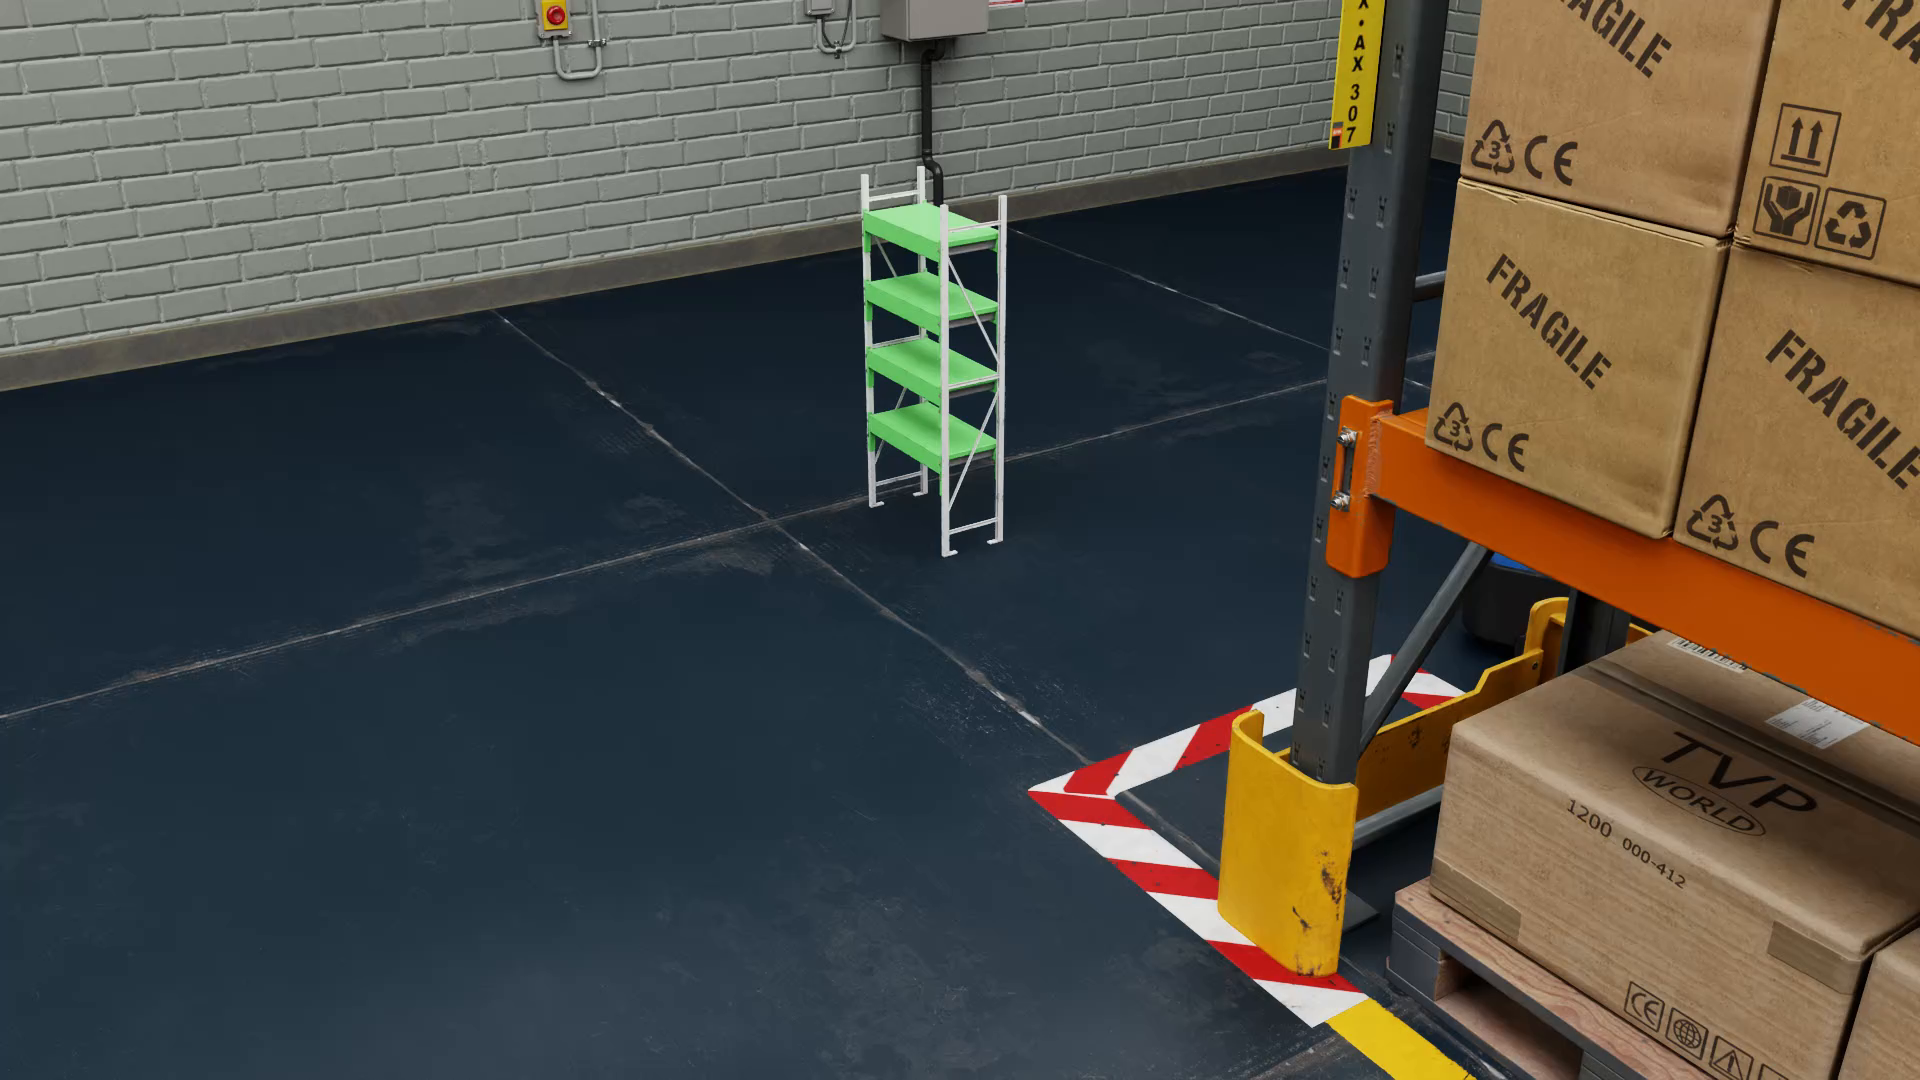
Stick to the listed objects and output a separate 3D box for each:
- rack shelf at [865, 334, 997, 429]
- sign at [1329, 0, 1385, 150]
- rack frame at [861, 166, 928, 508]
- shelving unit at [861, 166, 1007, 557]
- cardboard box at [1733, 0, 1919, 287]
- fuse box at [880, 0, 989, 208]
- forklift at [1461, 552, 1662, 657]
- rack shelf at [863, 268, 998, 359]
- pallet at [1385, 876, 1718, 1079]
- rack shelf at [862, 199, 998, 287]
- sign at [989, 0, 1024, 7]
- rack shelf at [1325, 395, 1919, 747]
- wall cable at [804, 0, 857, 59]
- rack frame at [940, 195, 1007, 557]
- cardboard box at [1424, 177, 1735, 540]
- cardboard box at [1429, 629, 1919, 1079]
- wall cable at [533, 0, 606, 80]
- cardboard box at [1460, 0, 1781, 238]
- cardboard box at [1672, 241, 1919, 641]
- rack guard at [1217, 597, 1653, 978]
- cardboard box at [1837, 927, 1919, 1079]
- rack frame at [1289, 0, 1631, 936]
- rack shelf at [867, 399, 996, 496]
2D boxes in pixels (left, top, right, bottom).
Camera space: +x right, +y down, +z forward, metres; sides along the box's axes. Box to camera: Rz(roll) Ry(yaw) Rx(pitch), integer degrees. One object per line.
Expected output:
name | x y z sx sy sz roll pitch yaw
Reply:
rack shelf | -0.090 -0.544 5.647 0.258 0.148 0.480 -16 29 -30
sign | 0.709 -0.862 2.956 0.100 0.325 0.005 -16 29 -30
rack frame | -0.224 -0.689 5.804 0.240 1.200 0.015 -16 29 -30
shelving unit | -0.090 -0.602 5.619 0.258 1.200 0.503 -16 29 -30
cardboard box | 1.488 -0.638 2.300 0.500 0.500 0.500 -16 30 -31
fuse box | -0.081 -2.428 8.890 0.539 1.711 0.414 -16 29 -30
forklift | 3.058 -0.858 4.134 3.031 2.935 1.130 14 29 27
rack shelf | -0.090 -0.761 5.544 0.258 0.148 0.480 -16 29 -30
pallet | 1.679 0.966 3.456 1.003 0.211 1.213 -16 29 -30
rack shelf | -0.090 -0.978 5.442 0.258 0.148 0.480 -16 29 -30
sign | 0.220 -3.157 9.036 0.329 0.494 0.001 -16 29 -30
rack shelf | 2.269 0.478 2.066 1.077 0.370 4.000 -16 29 -30
wall cable | -0.739 -3.368 8.180 0.588 1.984 0.122 -16 29 -30
rack frame | 0.043 -0.515 5.434 0.240 1.200 0.015 -16 29 -30
cardboard box | 1.198 -0.369 2.901 0.500 0.500 0.500 -16 30 -30
cardboard box | 1.621 0.619 3.434 0.875 0.438 0.875 -17 30 -31
wall cable | -1.921 -3.047 7.465 0.585 1.953 0.123 -16 29 -30
cardboard box | 1.200 -0.822 2.688 0.500 0.500 0.500 -16 30 -31
cardboard box | 1.498 -0.195 2.531 0.500 0.500 0.500 -16 30 -30
rack guard | 1.164 0.559 3.979 1.175 0.500 0.348 -16 29 -30
cardboard box | 2.128 0.945 2.745 0.875 0.438 0.875 -15 29 -28
rack frame | 1.177 -0.562 3.428 1.000 3.000 0.127 -16 29 -30
rack shelf | -0.090 -0.327 5.749 0.258 0.148 0.480 -16 29 -30
